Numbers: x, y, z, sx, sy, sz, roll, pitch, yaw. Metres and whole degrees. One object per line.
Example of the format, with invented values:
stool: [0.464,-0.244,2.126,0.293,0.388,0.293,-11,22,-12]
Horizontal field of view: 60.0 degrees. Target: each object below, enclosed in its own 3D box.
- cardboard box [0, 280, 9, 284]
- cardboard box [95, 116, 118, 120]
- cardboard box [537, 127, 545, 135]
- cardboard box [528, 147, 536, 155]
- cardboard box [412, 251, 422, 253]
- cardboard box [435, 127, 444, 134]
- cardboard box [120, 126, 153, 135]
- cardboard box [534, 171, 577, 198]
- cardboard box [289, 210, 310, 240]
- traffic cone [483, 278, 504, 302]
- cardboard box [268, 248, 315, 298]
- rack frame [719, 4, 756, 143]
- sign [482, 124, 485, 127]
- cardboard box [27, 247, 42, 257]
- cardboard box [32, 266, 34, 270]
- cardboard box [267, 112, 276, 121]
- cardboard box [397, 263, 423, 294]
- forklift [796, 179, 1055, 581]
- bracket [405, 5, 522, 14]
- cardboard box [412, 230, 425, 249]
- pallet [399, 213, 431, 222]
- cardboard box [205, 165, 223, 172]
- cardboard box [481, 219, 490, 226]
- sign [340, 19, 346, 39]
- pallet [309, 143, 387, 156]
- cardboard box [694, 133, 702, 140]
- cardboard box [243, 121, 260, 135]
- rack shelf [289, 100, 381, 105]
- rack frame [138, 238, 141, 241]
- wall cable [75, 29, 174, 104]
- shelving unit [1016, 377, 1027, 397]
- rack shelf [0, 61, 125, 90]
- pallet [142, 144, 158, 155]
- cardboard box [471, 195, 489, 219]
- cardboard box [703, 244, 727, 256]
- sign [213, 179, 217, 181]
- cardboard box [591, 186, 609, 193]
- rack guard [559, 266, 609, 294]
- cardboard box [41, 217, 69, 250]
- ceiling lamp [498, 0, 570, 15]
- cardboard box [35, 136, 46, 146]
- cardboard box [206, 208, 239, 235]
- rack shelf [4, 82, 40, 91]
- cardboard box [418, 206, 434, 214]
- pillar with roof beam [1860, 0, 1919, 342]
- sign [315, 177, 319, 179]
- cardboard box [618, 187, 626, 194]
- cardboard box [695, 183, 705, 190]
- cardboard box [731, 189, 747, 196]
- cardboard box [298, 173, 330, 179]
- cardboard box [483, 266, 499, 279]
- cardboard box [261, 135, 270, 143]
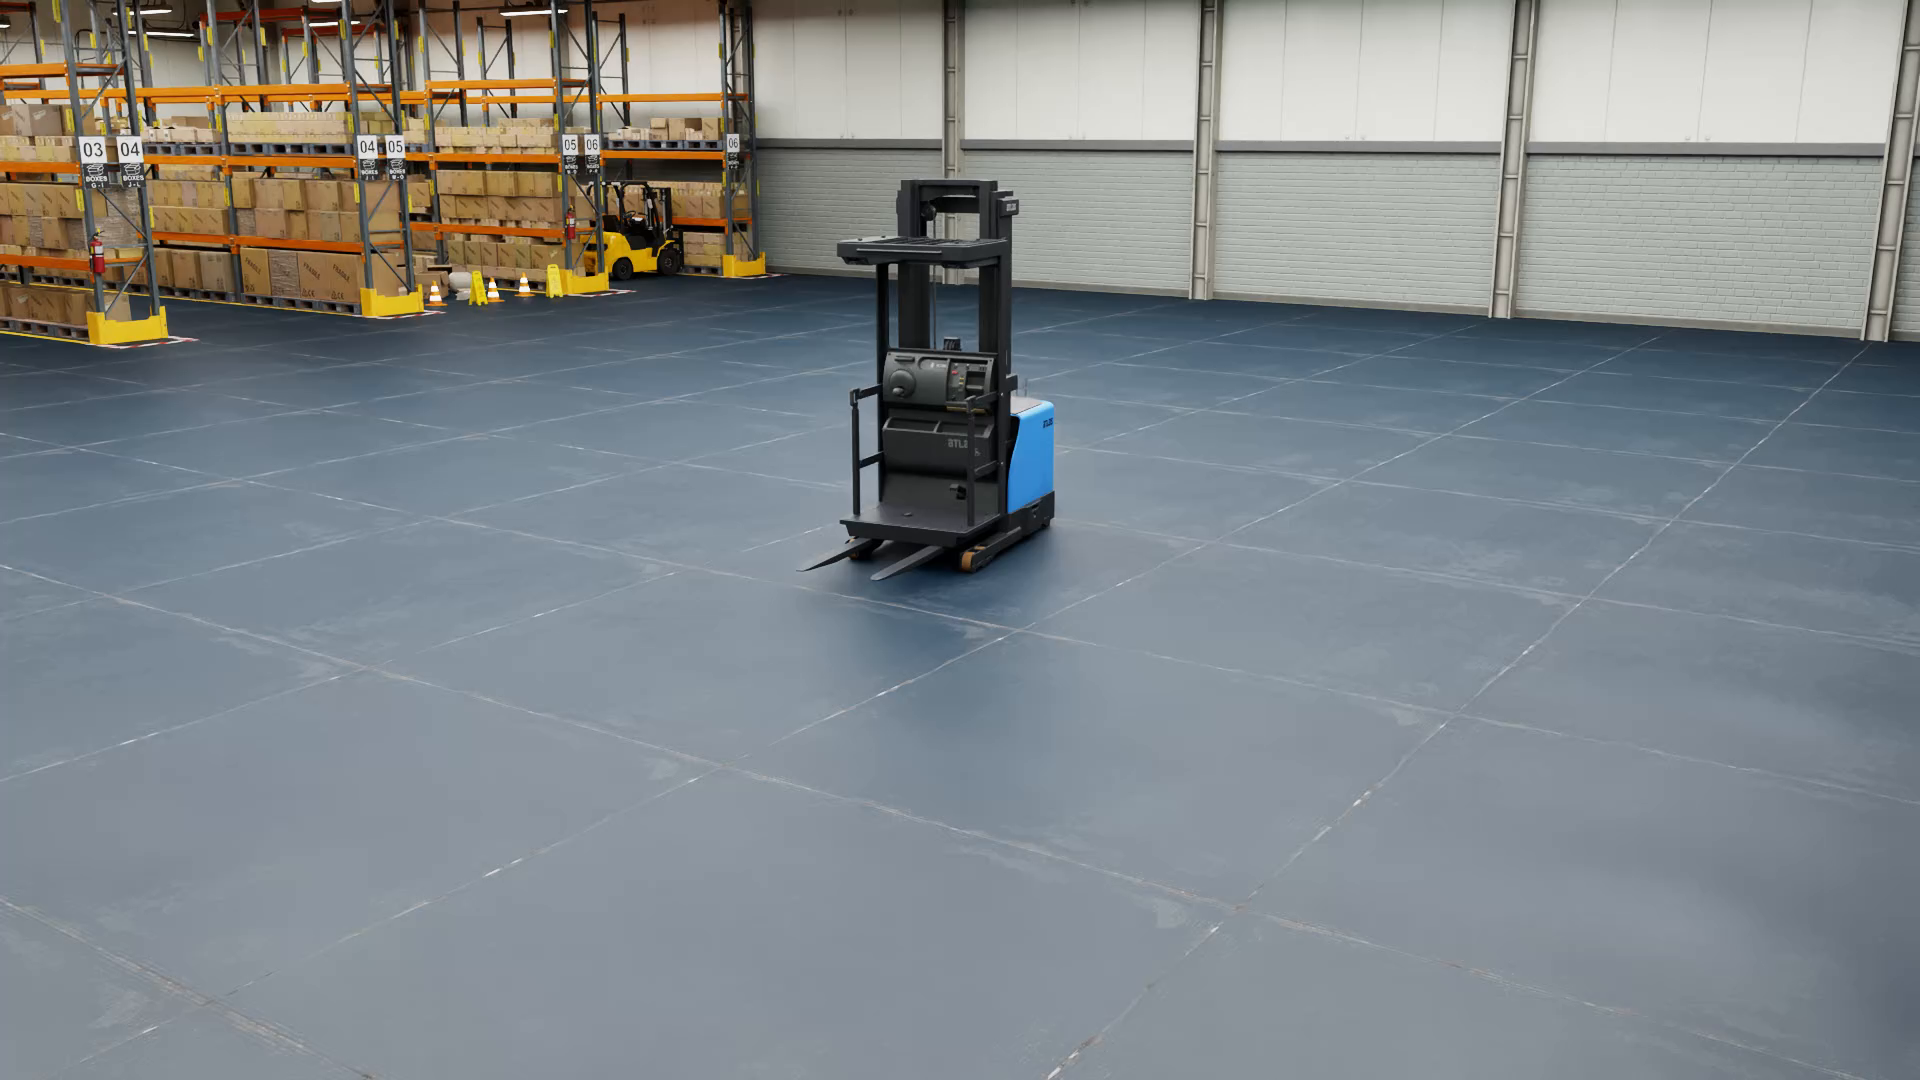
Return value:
cardboard box: [-17.158,-4.293,29.210,0.500,0.500,0.700,8,16,29]
cardboard box: [-17.971,-8.799,35.082,0.258,0.266,0.396,9,17,33]
cardboard box: [-8.449,-8.396,34.117,0.250,0.149,0.380,10,17,34]
cardboard box: [-8.689,-8.041,34.345,0.250,0.149,0.380,10,17,34]
cardboard box: [-12.743,-6.369,37.904,0.625,0.372,0.950,10,17,35]
cardboard box: [-11.051,-8.796,35.735,0.250,0.149,0.380,9,16,32]
cardboard box: [-16.650,-8.242,33.738,0.500,0.311,0.500,9,17,33]
cardboard box: [-8.356,-7.349,34.360,0.500,0.500,0.700,9,16,31]
cardboard box: [-12.149,-5.991,31.471,0.500,0.550,0.875,9,17,33]
traffic cone: [-9.225,-4.948,32.848,0.334,0.463,0.336,9,17,33]
cardboard box: [-12.576,-5.136,31.875,0.875,0.875,0.875,9,17,33]
rack frame: [-5.044,-10.548,37.707,0.127,3.000,1.000,9,17,33]
sign: [-11.986,-10.308,41.903,0.005,0.325,0.100,9,17,33]
cardboard box: [-14.997,-4.725,27.192,0.250,0.149,0.380,9,17,33]
cardboard box: [-21.026,-6.246,37.872,0.250,0.149,0.380,9,17,33]
cardboard box: [-12.639,-7.868,30.905,0.250,0.149,0.380,9,17,33]
cardboard box: [-11.462,-5.354,34.123,0.503,0.637,0.797,9,17,33]
forklift: [-0.258,-1.287,12.921,1.130,2.935,3.031,6,15,24]
bracket: [-12.777,-13.703,42.962,4.783,0.066,0.076,9,17,33]
cardboard box: [-14.278,-8.057,44.455,0.500,0.500,0.500,9,16,32]
pallet: [-12.784,-7.368,37.745,1.213,0.211,1.003,9,17,33]
cardboard box: [-18.201,-9.082,40.629,0.250,0.149,0.380,9,16,32]
cardboard box: [-9.991,-6.781,35.495,0.250,0.149,0.380,9,17,33]
sign: [-10.804,-8.943,29.114,0.005,0.325,0.100,9,17,33]
pallet: [-11.111,-7.156,30.429,1.213,0.211,1.003,9,17,33]
cardboard box: [-5.901,-9.273,38.239,0.250,0.149,0.380,9,16,31]
cardboard box: [-13.140,-7.773,31.349,0.500,0.250,0.500,9,17,32]
rack shelf: [-16.660,-12.075,45.378,4.000,0.370,1.077,9,17,33]
rack frame: [-21.087,-8.791,43.095,0.127,3.000,1.000,9,17,33]
wall cable: [-23.956,-13.128,48.052,0.133,3.039,2.988,9,17,33]
shelving unit: [0.436,-0.827,14.633,0.189,1.200,0.258,6,11,23]
rack shelf: [-15.001,-7.499,26.895,4.000,0.370,1.077,9,17,33]
pallet: [-16.564,-8.007,34.076,1.003,0.211,1.213,10,17,35]
cardboard box: [-10.081,-7.128,35.548,0.500,0.500,0.500,9,17,32]
cardboard box: [-5.622,-6.751,38.659,0.500,0.250,0.500,9,16,32]
sign: [-18.076,-8.603,40.367,0.005,0.325,0.100,9,17,33]
cardboard box: [-8.770,-8.537,40.511,0.250,0.149,0.380,10,17,35]
rack guard: [-7.874,-5.443,34.769,0.348,0.500,1.175,9,17,33]
cardboard box: [-14.264,-4.985,26.892,0.500,0.500,0.875,9,17,33]
ceiling lamp: [-9.475,-13.461,37.327,2.000,3.185,0.800,9,17,33]
cardboard box: [-14.406,-6.324,26.366,0.250,0.149,0.380,9,17,33]
cardboard box: [-14.391,-6.247,32.608,0.500,0.500,0.500,9,17,32]
rack shelf: [-22.106,-10.084,37.336,4.000,0.370,1.077,9,17,33]
cardboard box: [-11.711,-7.278,36.631,0.250,0.149,0.380,9,17,34]
pillar with roof beam: [12.394,-6.744,22.340,0.400,9.000,9.100,9,17,33]
sign: [-14.756,-8.170,38.173,0.005,0.325,0.100,9,17,33]
cardboard box: [-8.029,-8.406,39.981,0.250,0.149,0.380,10,17,34]
cardboard box: [-5.913,-8.206,38.555,0.250,0.149,0.380,10,17,34]
cardboard box: [-5.180,-8.097,38.730,0.250,0.149,0.380,9,16,31]
cardboard box: [-15.024,-8.270,38.699,0.500,0.500,0.500,9,16,31]
cardboard box: [-9.900,-5.778,35.772,0.500,0.250,0.500,9,16,32]
cardboard box: [-12.851,-7.515,31.139,0.250,0.149,0.380,9,16,32]
